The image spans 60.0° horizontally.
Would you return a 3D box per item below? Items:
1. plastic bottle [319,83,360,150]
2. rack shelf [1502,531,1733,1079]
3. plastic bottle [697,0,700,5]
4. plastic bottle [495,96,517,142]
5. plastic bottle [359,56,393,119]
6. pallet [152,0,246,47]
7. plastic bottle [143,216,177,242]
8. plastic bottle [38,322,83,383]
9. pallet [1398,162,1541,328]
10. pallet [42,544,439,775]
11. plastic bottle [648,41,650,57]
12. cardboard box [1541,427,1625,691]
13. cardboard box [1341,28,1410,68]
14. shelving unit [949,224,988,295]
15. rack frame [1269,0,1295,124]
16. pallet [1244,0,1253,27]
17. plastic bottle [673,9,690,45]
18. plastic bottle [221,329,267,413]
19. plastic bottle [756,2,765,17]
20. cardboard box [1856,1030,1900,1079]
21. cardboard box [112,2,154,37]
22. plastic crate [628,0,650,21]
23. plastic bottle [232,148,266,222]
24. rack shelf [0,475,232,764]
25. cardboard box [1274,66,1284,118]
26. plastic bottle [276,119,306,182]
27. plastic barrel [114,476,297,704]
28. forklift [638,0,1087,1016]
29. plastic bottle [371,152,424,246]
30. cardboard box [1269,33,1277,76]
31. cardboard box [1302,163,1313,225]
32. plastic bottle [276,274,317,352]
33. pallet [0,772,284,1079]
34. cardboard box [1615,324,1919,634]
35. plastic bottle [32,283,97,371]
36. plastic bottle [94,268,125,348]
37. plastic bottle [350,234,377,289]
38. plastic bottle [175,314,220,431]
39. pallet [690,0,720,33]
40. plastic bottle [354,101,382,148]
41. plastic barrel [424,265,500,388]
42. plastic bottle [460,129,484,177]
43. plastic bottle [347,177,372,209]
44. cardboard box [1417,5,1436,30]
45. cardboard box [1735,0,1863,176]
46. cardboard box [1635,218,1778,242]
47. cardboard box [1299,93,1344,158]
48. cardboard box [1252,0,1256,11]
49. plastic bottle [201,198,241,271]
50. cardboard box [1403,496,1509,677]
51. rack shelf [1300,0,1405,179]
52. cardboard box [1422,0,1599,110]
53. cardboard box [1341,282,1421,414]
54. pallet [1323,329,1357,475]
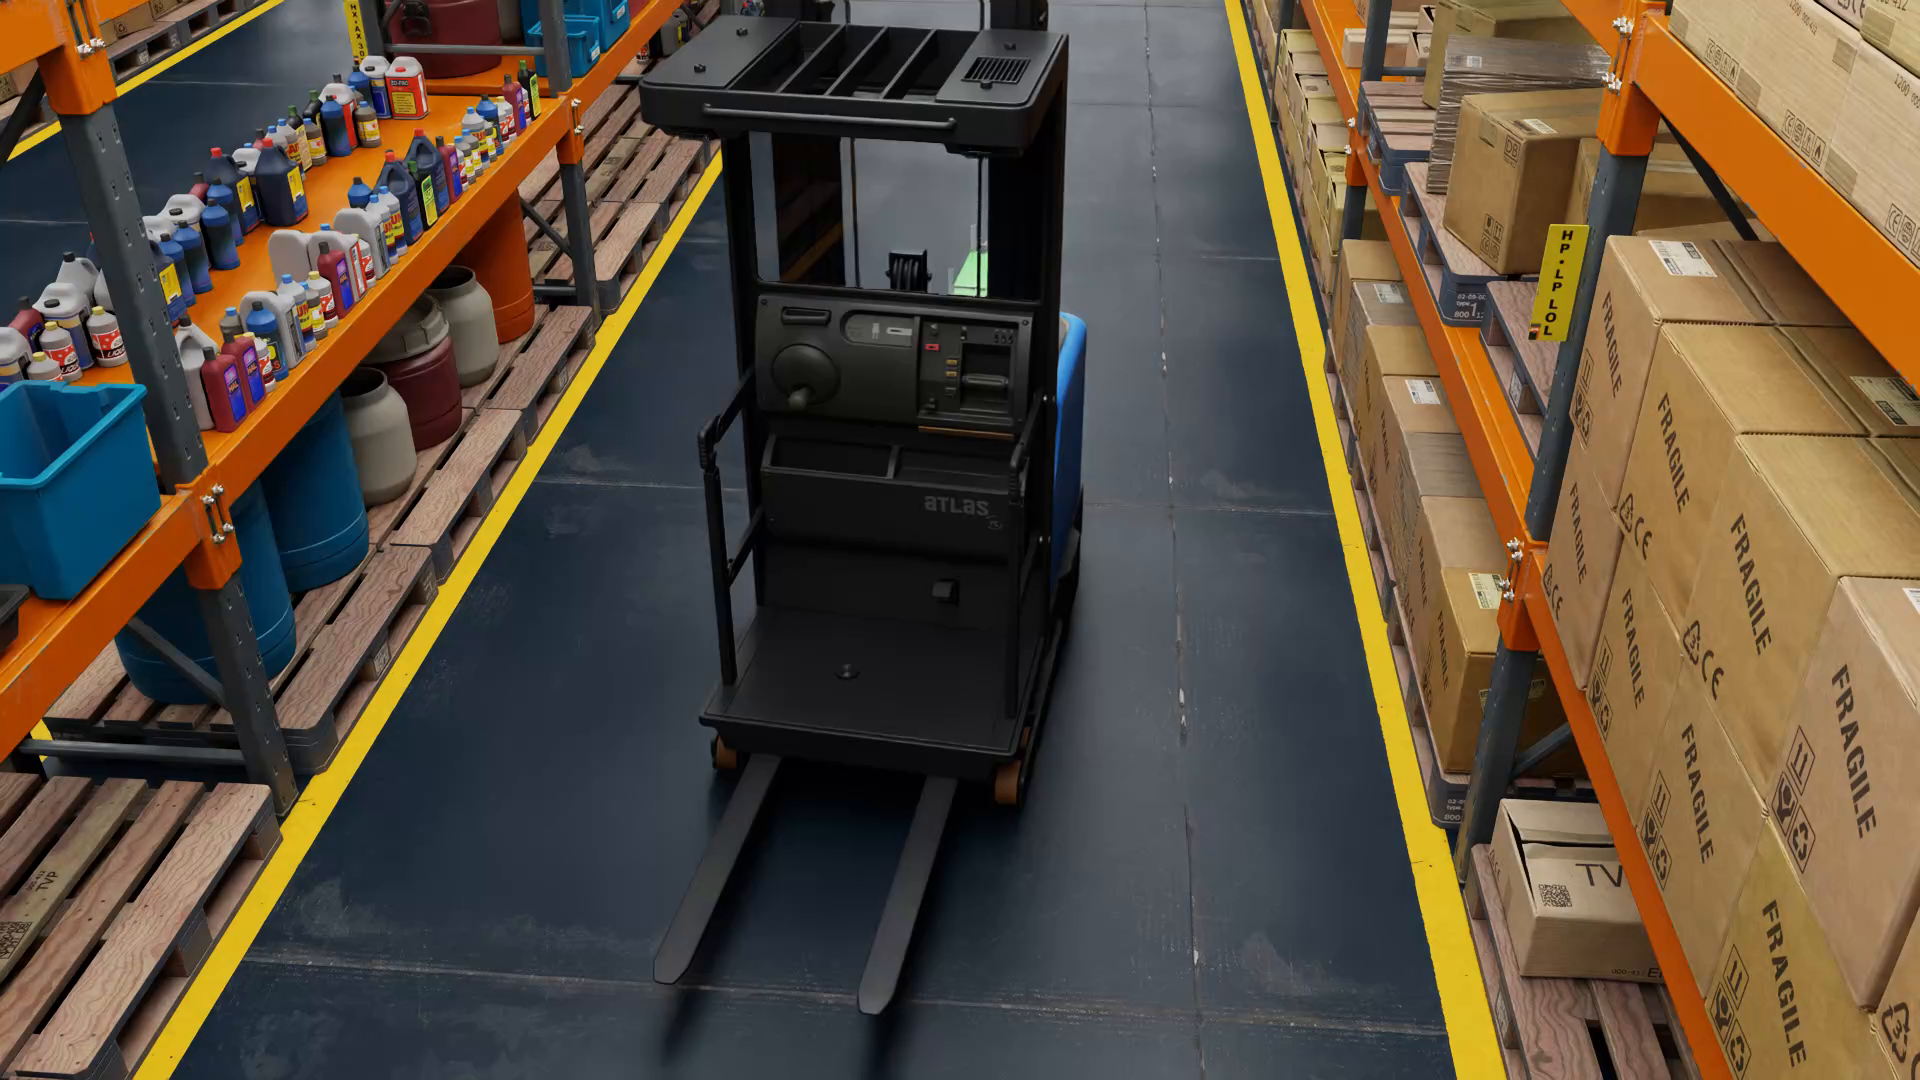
[{"bbox_3d":[-2.876,-1.958,7.687,0.152,0.276,0.135,2,32,4],"label":"plastic bottle"},{"bbox_3d":[1.967,1.192,3.143,1.077,0.370,4.000,2,32,4],"label":"rack shelf"},{"bbox_3d":[-2.288,-4.740,14.263,0.097,0.271,0.097,0,32,0],"label":"plastic bottle"},{"bbox_3d":[-2.135,-1.971,7.778,0.097,0.201,0.097,0,32,0],"label":"plastic bottle"},{"bbox_3d":[-2.839,-2.200,8.079,0.152,0.276,0.135,2,32,4],"label":"plastic bottle"},{"bbox_3d":[-6.976,-4.574,14.471,1.003,0.211,1.213,2,32,4],"label":"pallet"},{"bbox_3d":[-3.015,-1.066,6.239,0.152,0.276,0.135,2,32,4],"label":"plastic bottle"},{"bbox_3d":[-3.043,-0.638,5.616,0.097,0.201,0.097,0,32,0],"label":"plastic bottle"},{"bbox_3d":[2.302,-1.153,6.445,1.003,0.211,1.213,2,32,4],"label":"pallet"},{"bbox_3d":[-2.703,0.412,6.381,1.003,0.211,1.213,2,32,4],"label":"pallet"},{"bbox_3d":[-2.445,-3.854,12.814,0.061,0.283,0.133,4,32,6],"label":"plastic bottle"},{"bbox_3d":[1.817,0.052,4.211,0.500,0.500,0.500,3,32,5],"label":"cardboard box"},{"bbox_3d":[2.253,-2.627,8.893,0.380,0.149,0.250,2,32,4],"label":"cardboard box"},{"bbox_3d":[0.120,-0.714,7.264,0.258,1.200,0.503,6,32,9],"label":"shelving unit"},{"bbox_3d":[2.781,-4.344,11.439,1.000,3.000,0.127,2,32,4],"label":"rack frame"},{"bbox_3d":[3.086,-4.846,14.913,1.003,0.211,1.213,2,32,4],"label":"pallet"},{"bbox_3d":[-2.225,-4.041,13.125,0.152,0.276,0.135,2,32,4],"label":"plastic bottle"},{"bbox_3d":[-2.341,-0.567,5.423,0.061,0.283,0.133,2,32,4],"label":"plastic bottle"},{"bbox_3d":[-1.606,-4.176,13.336,0.061,0.283,0.133,4,32,6],"label":"plastic bottle"},{"bbox_3d":[1.654,1.111,2.493,0.500,0.500,0.500,3,32,4],"label":"cardboard box"},{"bbox_3d":[-6.981,-4.391,13.498,0.500,0.500,0.500,13,34,19],"label":"cardboard box"},{"bbox_3d":[-2.045,-3.325,9.725,0.402,0.464,0.583,2,32,4],"label":"plastic crate"},{"bbox_3d":[-2.952,-1.475,6.903,0.152,0.276,0.135,2,32,4],"label":"plastic bottle"},{"bbox_3d":[-2.970,0.978,3.489,1.077,0.370,4.000,2,32,4],"label":"rack shelf"},{"bbox_3d":[2.501,-3.151,11.725,0.500,0.250,0.500,2,32,3],"label":"cardboard box"},{"bbox_3d":[-2.943,-1.706,7.282,0.097,0.271,0.097,0,32,0],"label":"plastic bottle"},{"bbox_3d":[-2.746,0.057,5.898,0.600,0.901,0.708,2,32,4],"label":"plastic barrel"},{"bbox_3d":[-0.263,-0.538,5.330,1.130,2.935,3.031,6,32,9],"label":"forklift"},{"bbox_3d":[-2.262,-1.369,6.660,0.144,0.351,0.185,2,32,4],"label":"plastic bottle"},{"bbox_3d":[2.601,-3.604,12.459,0.500,0.250,0.500,2,32,4],"label":"cardboard box"},{"bbox_3d":[2.337,-2.078,9.984,0.500,0.250,0.500,3,32,5],"label":"cardboard box"},{"bbox_3d":[-2.323,-0.796,5.805,0.097,0.271,0.097,0,32,0],"label":"plastic bottle"},{"bbox_3d":[-2.828,1.199,5.103,1.003,0.211,1.213,2,32,4],"label":"pallet"},{"bbox_3d":[1.769,-0.124,3.544,0.500,0.500,0.500,2,32,2],"label":"cardboard box"},{"bbox_3d":[-3.067,-0.732,5.697,0.152,0.276,0.135,2,32,4],"label":"plastic bottle"},{"bbox_3d":[-2.915,-0.841,5.803,0.144,0.351,0.185,2,32,4],"label":"plastic bottle"},{"bbox_3d":[-2.277,-1.059,6.298,0.097,0.201,0.097,0,32,0],"label":"plastic bottle"},{"bbox_3d":[-2.452,-0.544,5.321,0.144,0.351,0.185,2,32,4],"label":"plastic bottle"},{"bbox_3d":[-1.963,-4.359,14.122,1.003,0.211,1.213,2,32,4],"label":"pallet"},{"bbox_3d":[-2.750,-1.931,7.713,0.097,0.201,0.097,0,32,0],"label":"plastic bottle"},{"bbox_3d":[-2.461,-1.029,8.032,0.421,0.512,0.421,0,32,0],"label":"plastic barrel"},{"bbox_3d":[-2.175,-1.716,7.365,0.097,0.201,0.097,0,32,0],"label":"plastic bottle"},{"bbox_3d":[-2.386,-1.318,6.652,0.097,0.271,0.097,0,32,0],"label":"plastic bottle"},{"bbox_3d":[2.721,-2.673,8.814,0.500,0.311,0.500,2,32,3],"label":"cardboard box"},{"bbox_3d":[1.799,-0.868,3.084,0.500,0.250,0.500,2,32,4],"label":"cardboard box"},{"bbox_3d":[2.391,-0.620,4.901,0.700,0.500,0.500,-8,33,-13],"label":"cardboard box"},{"bbox_3d":[2.375,-2.581,10.265,0.500,0.311,0.500,3,32,5],"label":"cardboard box"},{"bbox_3d":[2.763,-4.649,14.156,0.500,0.250,0.500,2,32,4],"label":"cardboard box"},{"bbox_3d":[-2.871,-1.190,6.444,0.097,0.271,0.097,0,32,0],"label":"plastic bottle"},{"bbox_3d":[1.933,0.188,6.049,0.500,0.500,0.500,3,32,4],"label":"cardboard box"},{"bbox_3d":[2.618,-2.991,9.931,1.077,0.370,4.000,2,32,4],"label":"rack shelf"},{"bbox_3d":[2.516,-2.139,7.366,0.700,0.500,0.500,-8,33,-13],"label":"cardboard box"},{"bbox_3d":[2.096,-0.875,7.774,0.500,0.500,0.500,1,32,2],"label":"cardboard box"},{"bbox_3d":[2.357,-0.676,8.146,1.003,0.211,1.213,2,32,4],"label":"pallet"}]
